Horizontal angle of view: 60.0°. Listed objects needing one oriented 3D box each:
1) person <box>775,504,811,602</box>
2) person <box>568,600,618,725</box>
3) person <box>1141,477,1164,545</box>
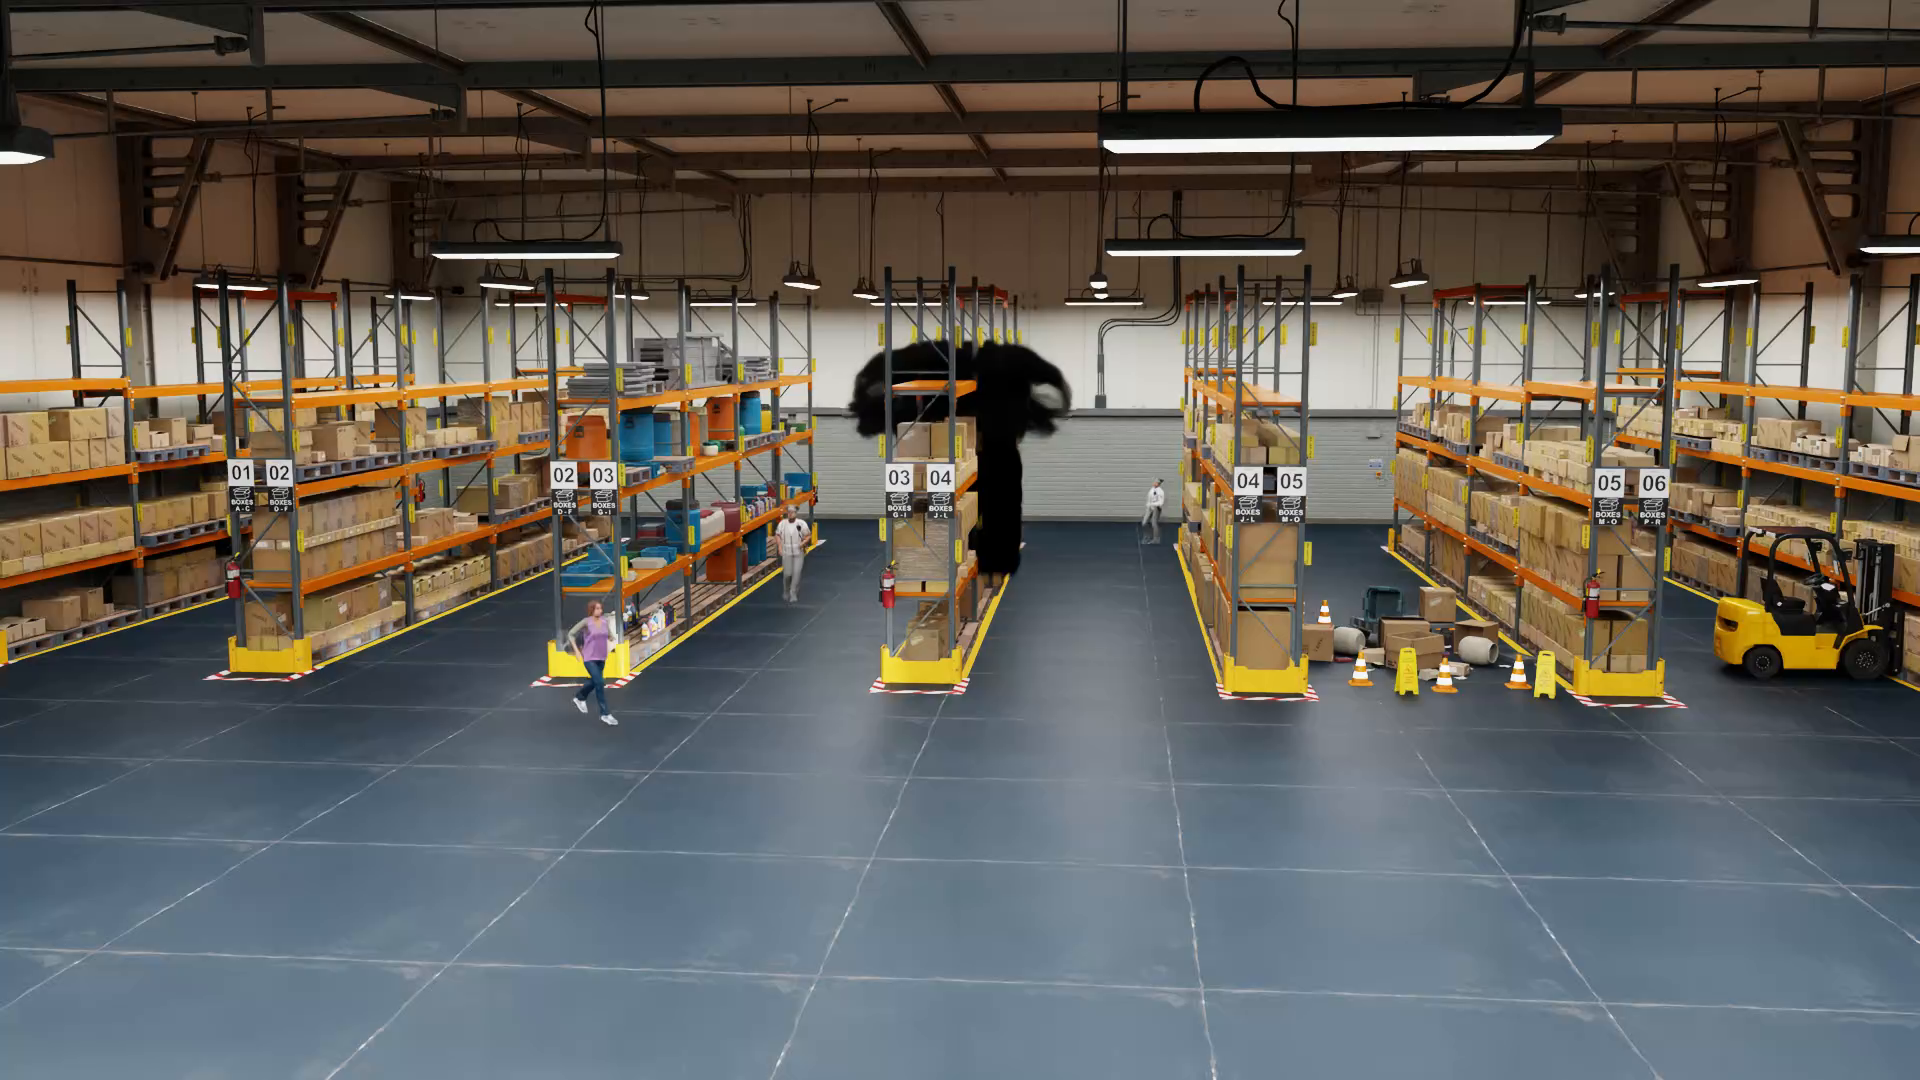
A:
[{"bbox_3d":[-2.986,0.240,29.773,0.649,1.779,0.588,0,7,-3],"label":"person"},{"bbox_3d":[-4.773,1.561,21.650,0.886,1.596,0.530,5,9,37],"label":"person"},{"bbox_3d":[4.710,-0.691,40.217,0.638,1.706,0.616,-6,9,-41],"label":"person"}]
